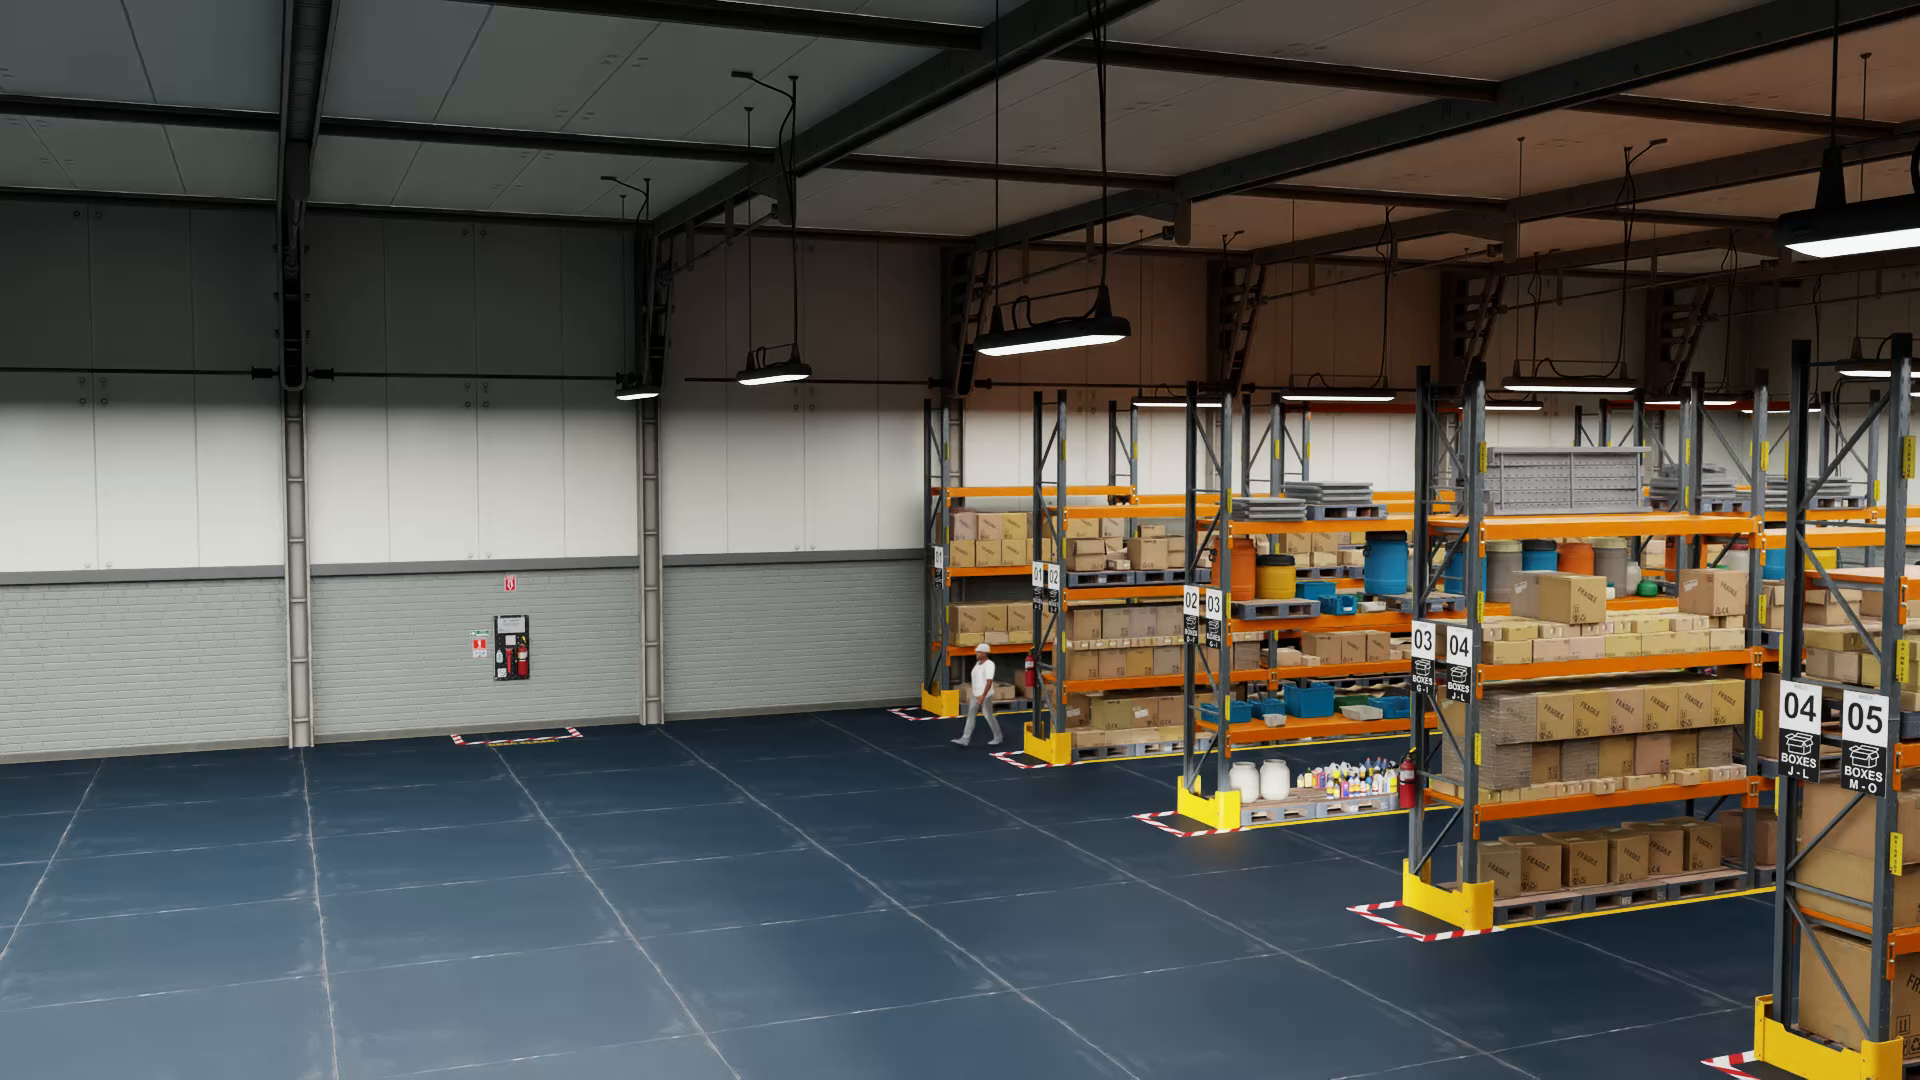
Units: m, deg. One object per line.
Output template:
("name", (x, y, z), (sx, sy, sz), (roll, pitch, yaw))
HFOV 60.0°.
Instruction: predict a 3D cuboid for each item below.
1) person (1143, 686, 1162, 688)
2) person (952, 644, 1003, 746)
("person", (3.398, 2.489, 30.363), (1.087, 1.706, 0.560), (-2, 4, -27))
("person", (0.319, 2.631, 28.196), (0.923, 1.737, 0.606), (-2, 4, -31))
